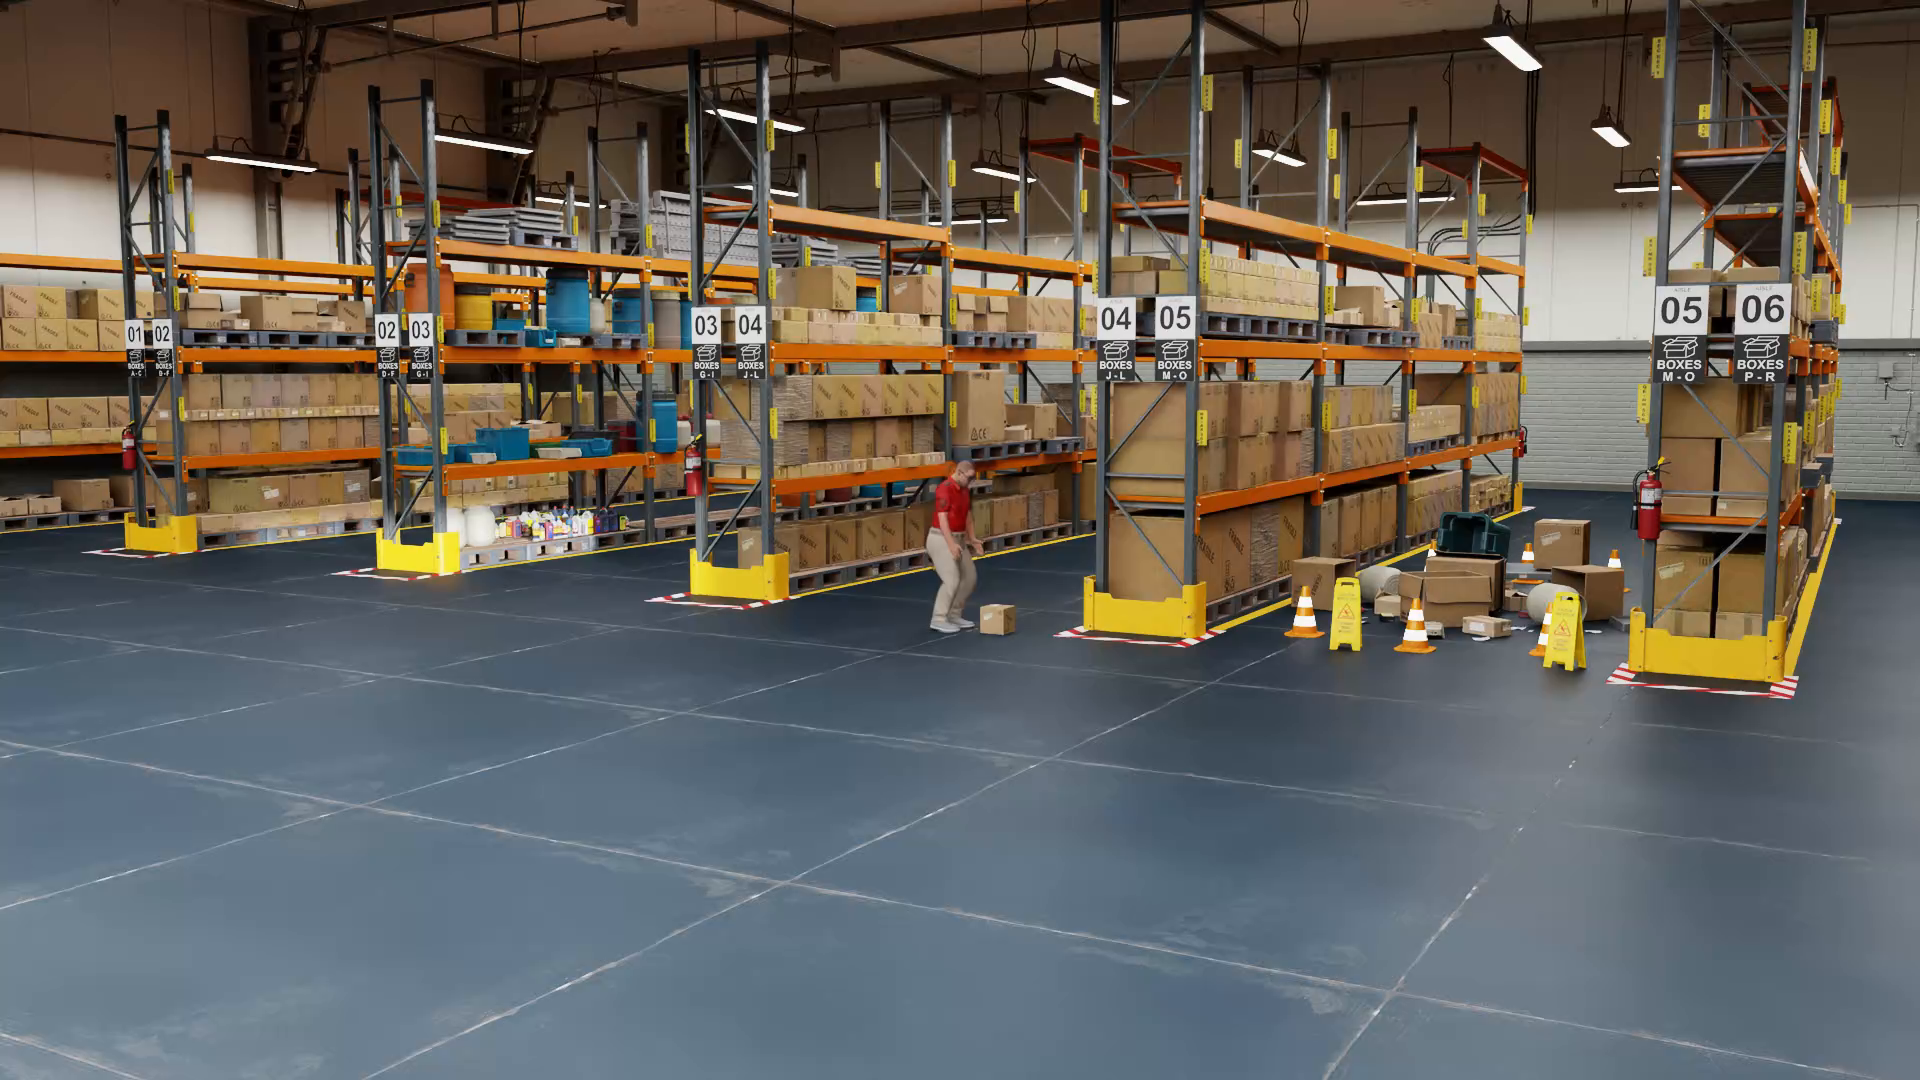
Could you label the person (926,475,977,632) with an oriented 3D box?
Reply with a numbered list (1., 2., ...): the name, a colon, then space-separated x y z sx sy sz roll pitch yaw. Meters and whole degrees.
1. person: -0.085 0.118 16.213 0.407 1.508 0.560 3 7 30
